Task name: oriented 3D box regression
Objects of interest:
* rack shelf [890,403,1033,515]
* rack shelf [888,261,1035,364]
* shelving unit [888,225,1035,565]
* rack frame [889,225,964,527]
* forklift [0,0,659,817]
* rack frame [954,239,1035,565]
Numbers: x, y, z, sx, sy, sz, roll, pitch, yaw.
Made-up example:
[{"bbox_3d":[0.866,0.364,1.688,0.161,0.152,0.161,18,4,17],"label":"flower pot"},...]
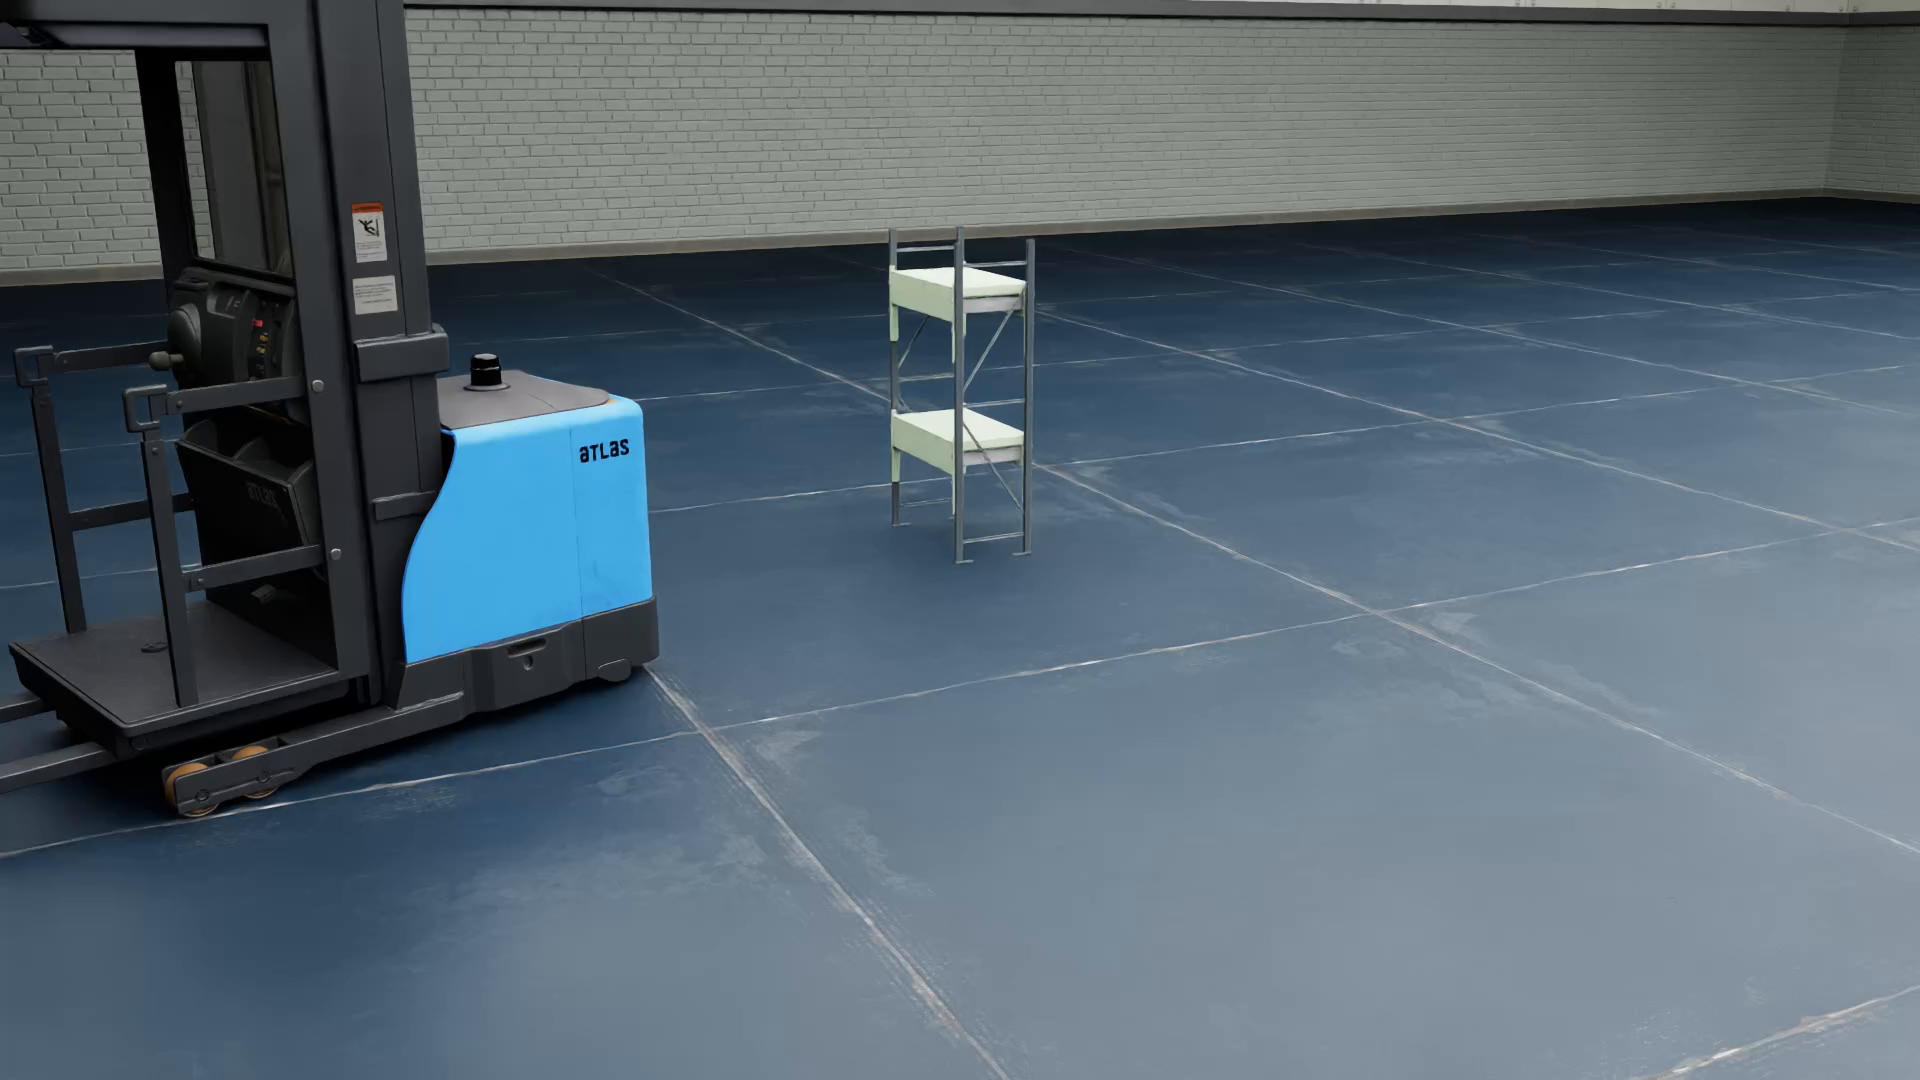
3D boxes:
[{"bbox_3d":[-0.003,-0.409,8.139,0.431,0.370,0.720,-8,18,-25],"label":"rack shelf"},{"bbox_3d":[-0.003,-1.098,7.942,0.431,0.370,0.720,-8,18,-25],"label":"rack shelf"},{"bbox_3d":[-0.003,-0.723,8.050,0.431,1.500,0.755,-8,18,-25],"label":"shelving unit"},{"bbox_3d":[-0.163,-0.813,8.366,0.400,1.500,0.023,-8,18,-25],"label":"rack frame"},{"bbox_3d":[-2.560,-0.699,5.372,1.130,2.935,3.031,15,22,43],"label":"forklift"},{"bbox_3d":[0.157,-0.632,7.733,0.400,1.500,0.023,-8,18,-25],"label":"rack frame"}]
